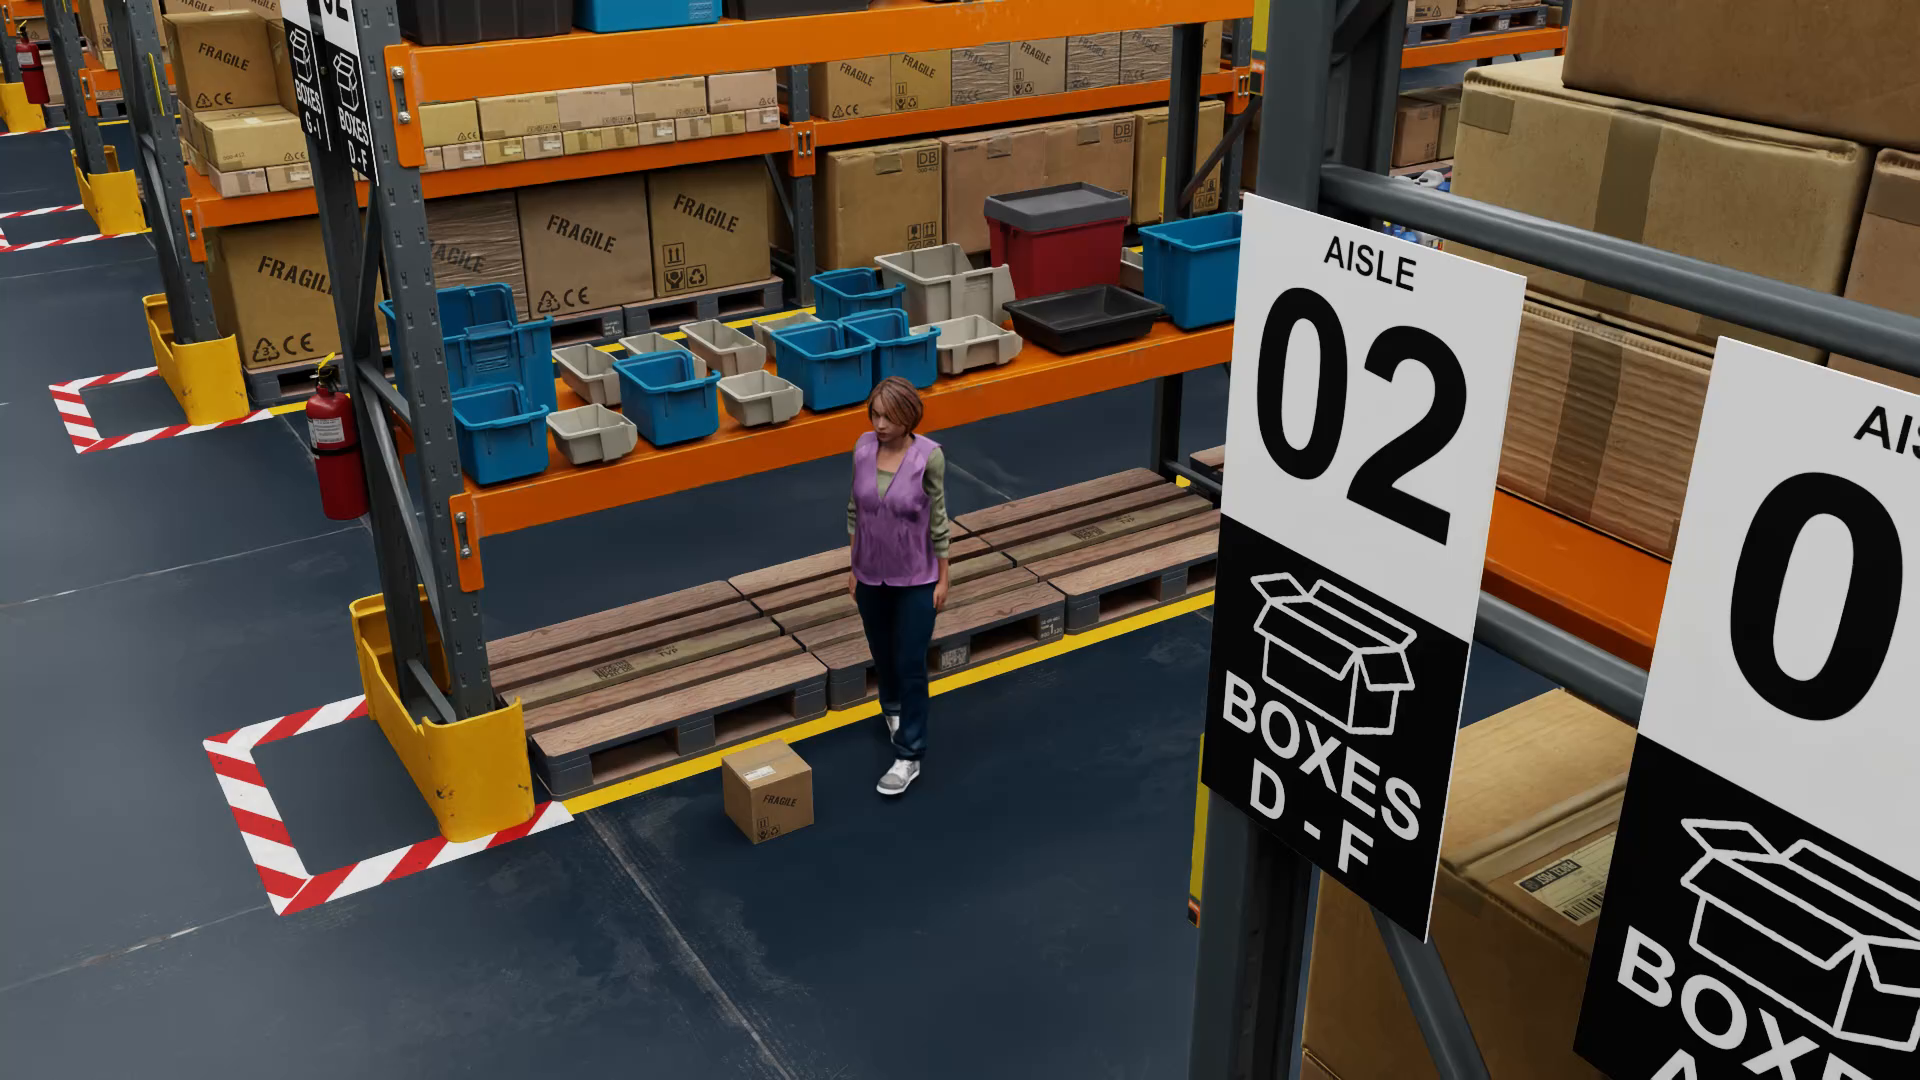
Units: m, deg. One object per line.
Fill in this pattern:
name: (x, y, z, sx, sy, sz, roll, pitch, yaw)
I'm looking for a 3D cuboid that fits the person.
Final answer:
person: (-0.256, 0.149, 6.277, 0.417, 1.582, 0.605, 10, 27, 19)
